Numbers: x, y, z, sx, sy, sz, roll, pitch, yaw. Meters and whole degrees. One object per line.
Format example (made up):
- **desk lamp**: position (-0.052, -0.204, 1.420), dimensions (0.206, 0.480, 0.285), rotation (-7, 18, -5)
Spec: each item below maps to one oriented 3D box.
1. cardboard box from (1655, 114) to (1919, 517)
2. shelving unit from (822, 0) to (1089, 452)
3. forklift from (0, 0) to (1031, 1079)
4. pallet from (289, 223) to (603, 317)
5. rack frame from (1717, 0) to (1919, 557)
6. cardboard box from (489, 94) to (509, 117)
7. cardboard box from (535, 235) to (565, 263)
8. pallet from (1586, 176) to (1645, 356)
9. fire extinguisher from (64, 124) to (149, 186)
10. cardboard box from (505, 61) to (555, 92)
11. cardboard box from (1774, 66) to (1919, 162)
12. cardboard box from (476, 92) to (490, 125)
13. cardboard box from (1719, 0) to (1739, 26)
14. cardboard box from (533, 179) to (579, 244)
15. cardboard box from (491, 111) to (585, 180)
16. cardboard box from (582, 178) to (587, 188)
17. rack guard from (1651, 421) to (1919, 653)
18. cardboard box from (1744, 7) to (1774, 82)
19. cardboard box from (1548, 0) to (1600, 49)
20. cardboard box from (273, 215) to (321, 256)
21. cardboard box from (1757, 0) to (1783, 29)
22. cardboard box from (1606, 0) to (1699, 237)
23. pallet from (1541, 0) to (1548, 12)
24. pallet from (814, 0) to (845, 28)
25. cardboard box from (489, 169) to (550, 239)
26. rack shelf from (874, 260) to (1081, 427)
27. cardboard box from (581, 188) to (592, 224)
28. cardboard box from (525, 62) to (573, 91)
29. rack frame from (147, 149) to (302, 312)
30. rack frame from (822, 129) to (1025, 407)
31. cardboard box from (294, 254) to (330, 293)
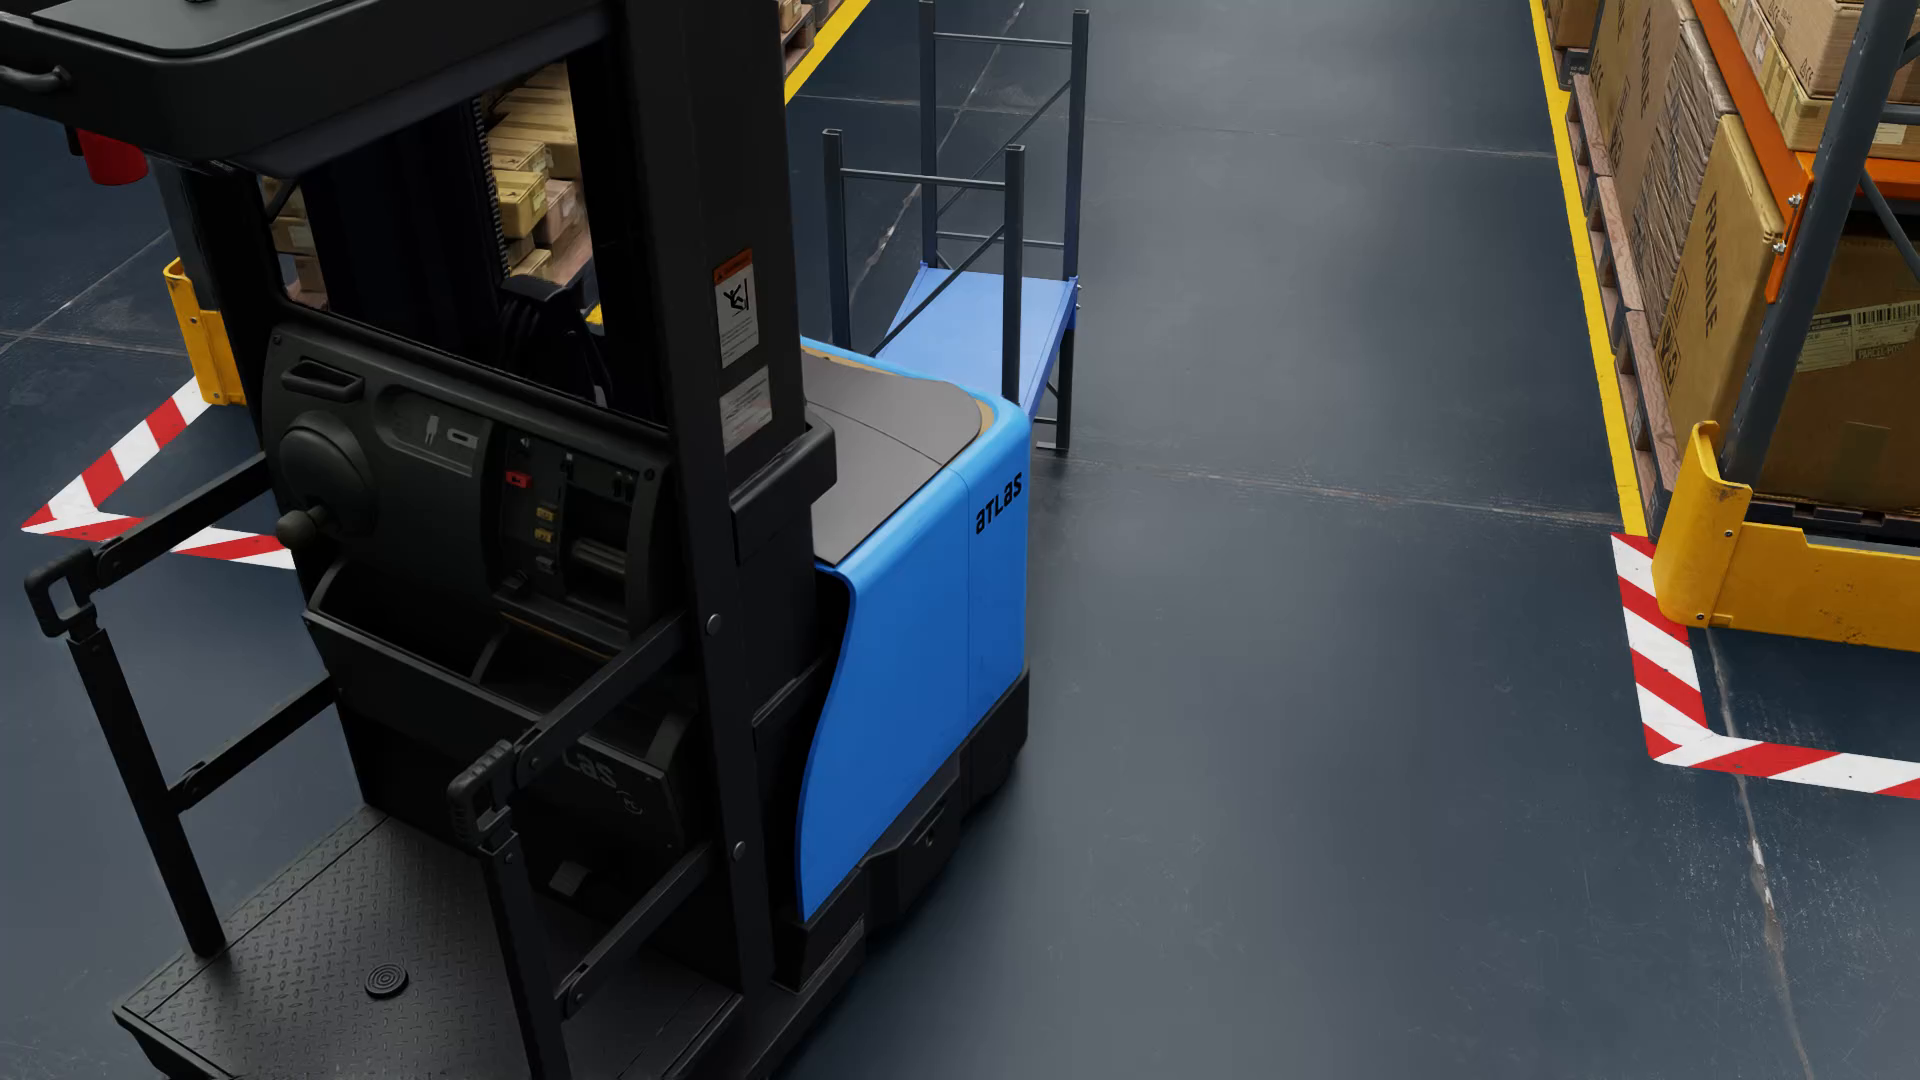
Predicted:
- **cardboard box**: position (2.746, -0.696, 5.107), dimensions (0.875, 0.875, 0.875), rotation (7, 37, 10)
- **shelving unit**: position (0.018, -0.656, 4.877), dimensions (0.538, 1.500, 1.048), rotation (7, 37, 10)
- **forklift**: position (-1.005, -0.034, 2.799), dimensions (1.130, 2.935, 3.031), rotation (19, 40, 24)
- **pallet**: position (-1.912, -1.064, 6.539), dimensions (1.003, 0.211, 1.213), rotation (7, 37, 10)
- **rack frame**: position (2.687, -1.009, 4.086), dimensions (1.000, 3.000, 0.127), rotation (7, 37, 10)
- **cardboard box**: position (-2.095, -1.760, 6.940), dimensions (0.380, 0.149, 0.250), rotation (8, 37, 11)
- **cardboard box**: position (-1.736, -1.125, 6.318), dimensions (0.380, 0.149, 0.250), rotation (7, 37, 10)
- **pallet**: position (3.045, -1.045, 6.513), dimensions (1.003, 0.211, 1.213), rotation (7, 37, 10)
- **fire extinguisher**: position (-2.641, -1.420, 5.037), dimensions (0.296, 0.674, 0.183), rotation (7, 37, 10)
- **cardboard box**: position (-1.945, -2.020, 7.046), dimensions (0.380, 0.149, 0.250), rotation (6, 36, 8)
- **cardboard box**: position (2.442, -1.153, 4.499), dimensions (0.380, 0.149, 0.250), rotation (8, 37, 11)
- **cardboard box**: position (-2.113, -1.722, 6.635), dimensions (0.380, 0.149, 0.250), rotation (6, 36, 8)
- **cardboard box**: position (2.659, -1.738, 5.307), dimensions (0.380, 0.149, 0.250), rotation (7, 36, 9)
- **cardboard box**: position (-1.660, -1.243, 6.227), dimensions (0.380, 0.149, 0.250), rotation (7, 37, 10)
- **cardboard box**: position (-1.572, -1.505, 6.334), dimensions (0.380, 0.149, 0.250), rotation (7, 37, 10)
- **cardboard box**: position (-1.533, -1.528, 6.620), dimensions (0.380, 0.149, 0.250), rotation (8, 37, 11)
- **rack guard**: position (2.682, 0.017, 4.801), dimensions (1.175, 0.500, 0.348), rotation (7, 37, 10)
- **cardboard box**: position (2.551, -1.446, 4.904), dimensions (0.380, 0.149, 0.250), rotation (7, 37, 10)
- **cardboard box**: position (3.659, -2.981, 8.260), dimensions (1.225, 0.875, 0.875), rotation (7, 37, 10)
- **cardboard box**: position (-2.302, -1.163, 6.117), dimensions (0.380, 0.149, 0.250), rotation (6, 36, 9)
- **cardboard box**: position (2.641, -1.671, 4.873), dimensions (0.500, 0.250, 0.500), rotation (7, 36, 9)
- **cardboard box**: position (3.131, -1.728, 6.530), dimensions (0.875, 0.875, 0.875), rotation (7, 37, 10)
- **pallet**: position (3.891, -3.327, 9.660), dimensions (1.003, 0.211, 1.213), rotation (7, 37, 10)
- **pallet**: position (-1.117, -3.299, 9.622), dimensions (1.003, 0.211, 1.213), rotation (7, 37, 10)
- **cardboard box**: position (-1.693, -1.203, 5.918), dimensions (0.380, 0.149, 0.250), rotation (6, 36, 8)
- **rack shelf**: position (0.018, -0.511, 4.983), dimensions (0.538, 0.185, 1.000), rotation (7, 37, 10)
- **cardboard box**: position (-1.528, -1.401, 6.698), dimensions (0.380, 0.149, 0.250), rotation (8, 37, 11)
- **cardboard box**: position (-1.532, -1.815, 6.763), dimensions (0.380, 0.149, 0.250), rotation (9, 37, 12)
- **rack frame**: position (-2.136, -1.689, 5.024), dimensions (1.000, 3.000, 0.127), rotation (7, 37, 10)
- **rack frame**: position (-0.090, -0.365, 4.475), dimensions (0.500, 1.500, 0.032), rotation (7, 37, 10)
- **cardboard box**: position (-2.228, -1.032, 6.190), dimensions (0.380, 0.149, 0.250), rotation (8, 37, 11)
